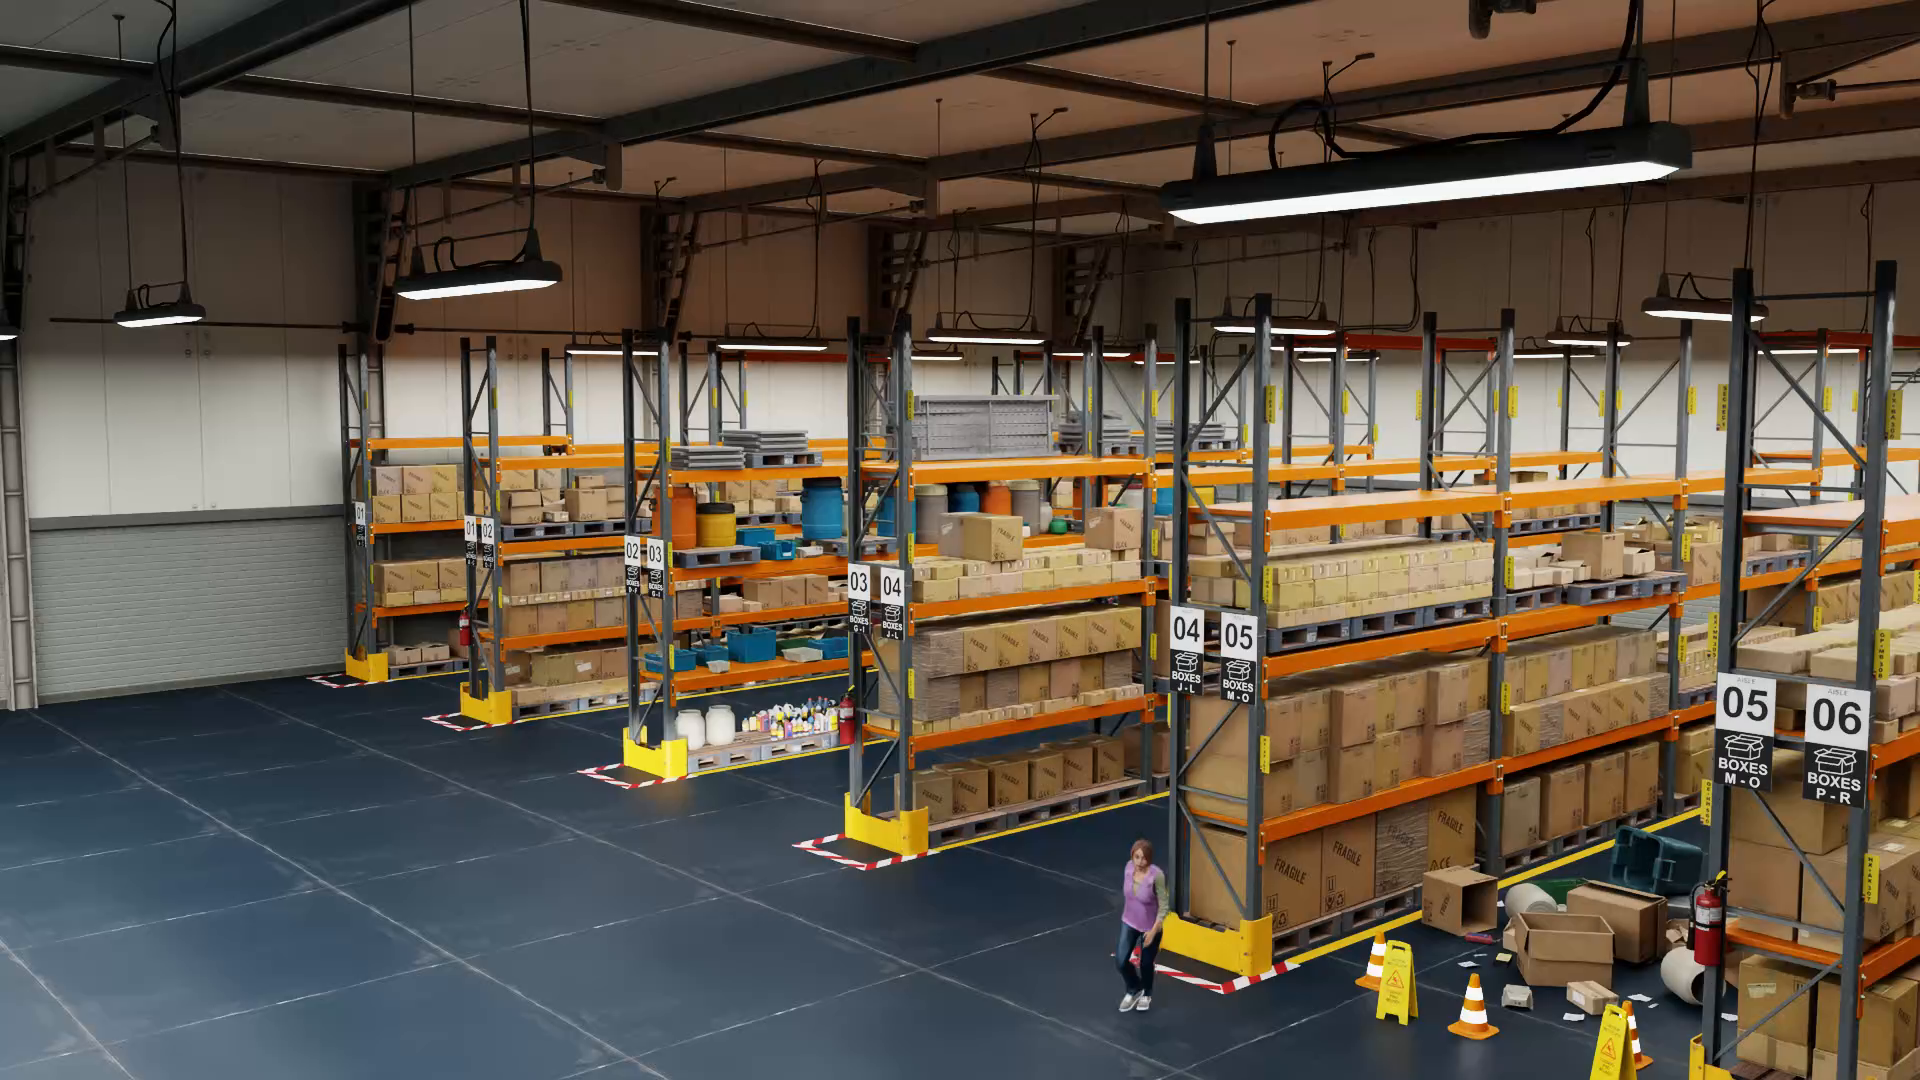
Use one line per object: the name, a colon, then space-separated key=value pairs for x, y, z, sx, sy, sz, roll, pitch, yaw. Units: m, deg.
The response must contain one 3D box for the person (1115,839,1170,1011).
person: x=1.521 y=3.174 z=13.617 sx=0.470 sy=1.534 sz=0.748 roll=2 pitch=6 yaw=24
